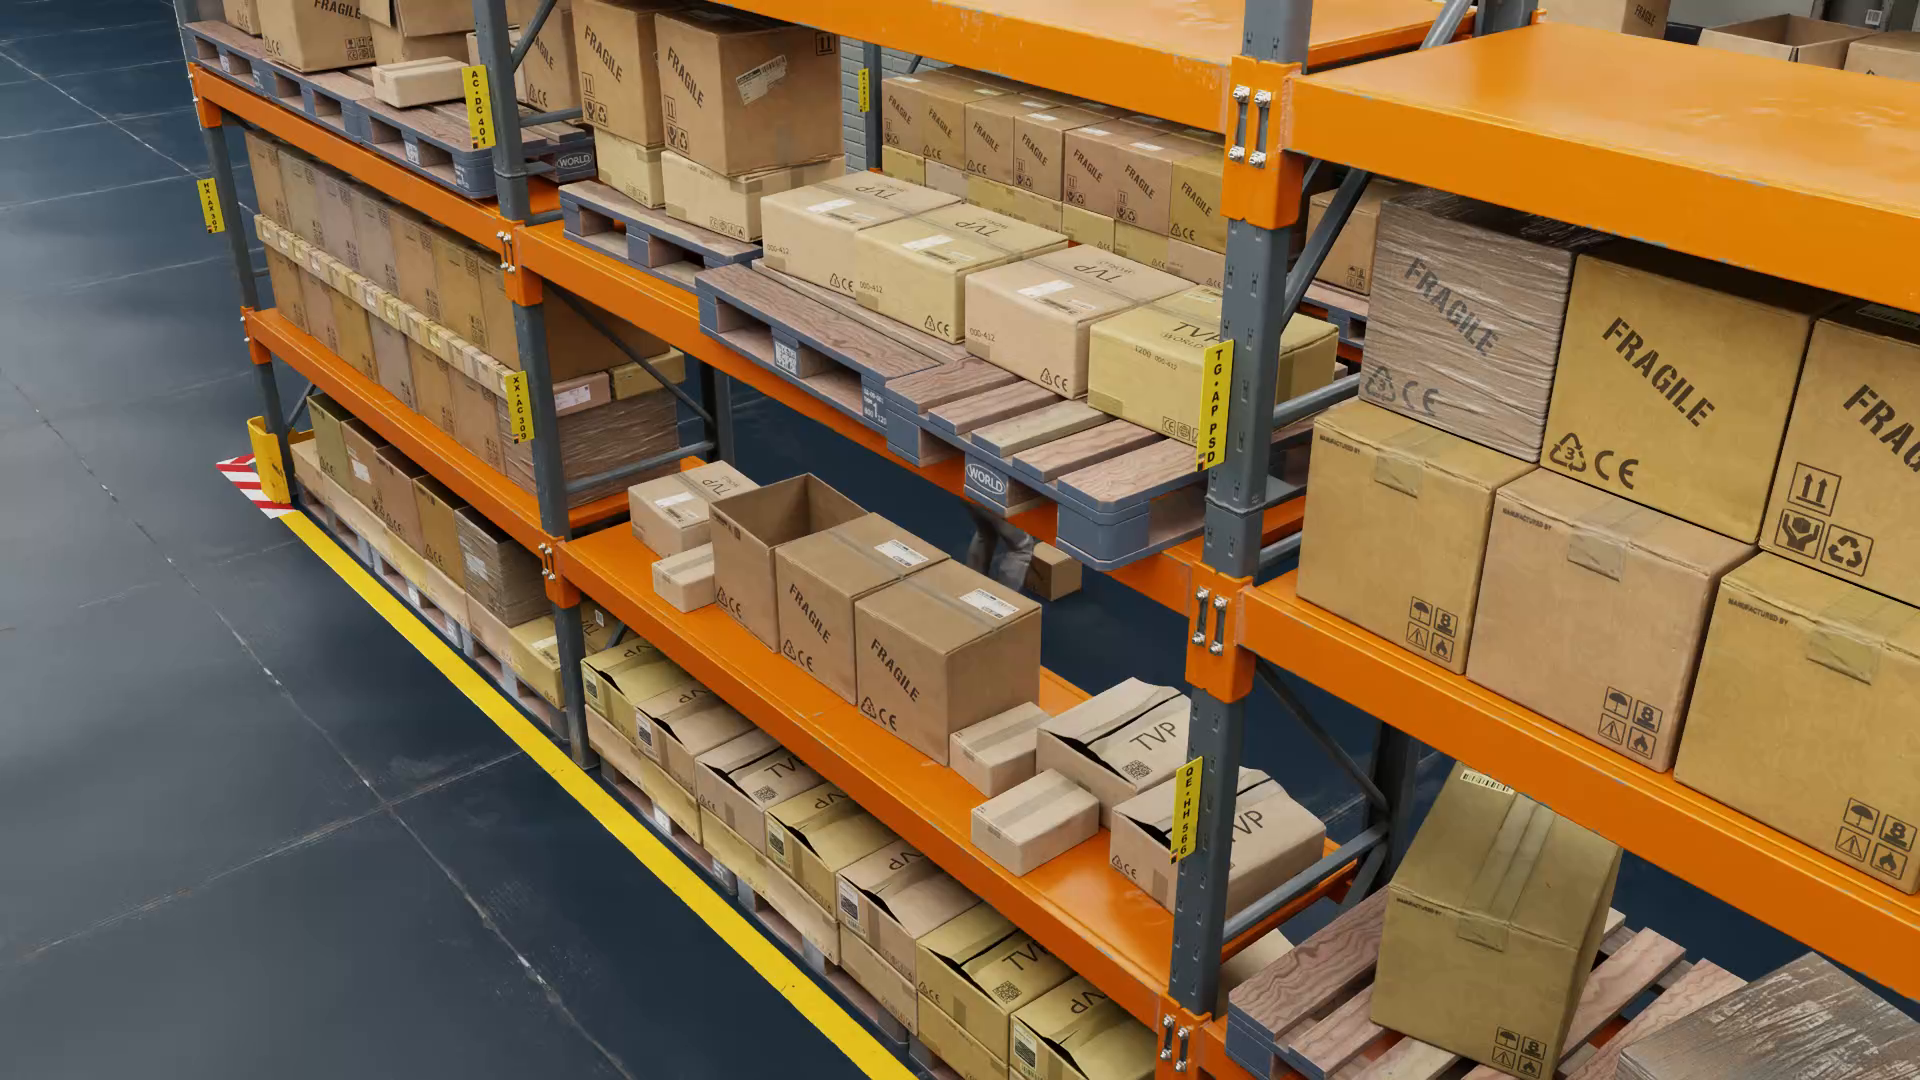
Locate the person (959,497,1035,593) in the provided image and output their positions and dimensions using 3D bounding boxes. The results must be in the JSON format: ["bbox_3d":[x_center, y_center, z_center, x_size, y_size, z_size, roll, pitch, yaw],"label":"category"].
[{"bbox_3d":[0.195,-0.327,9.304,0.511,1.682,0.602,-21,34,-34],"label":"person"}]
